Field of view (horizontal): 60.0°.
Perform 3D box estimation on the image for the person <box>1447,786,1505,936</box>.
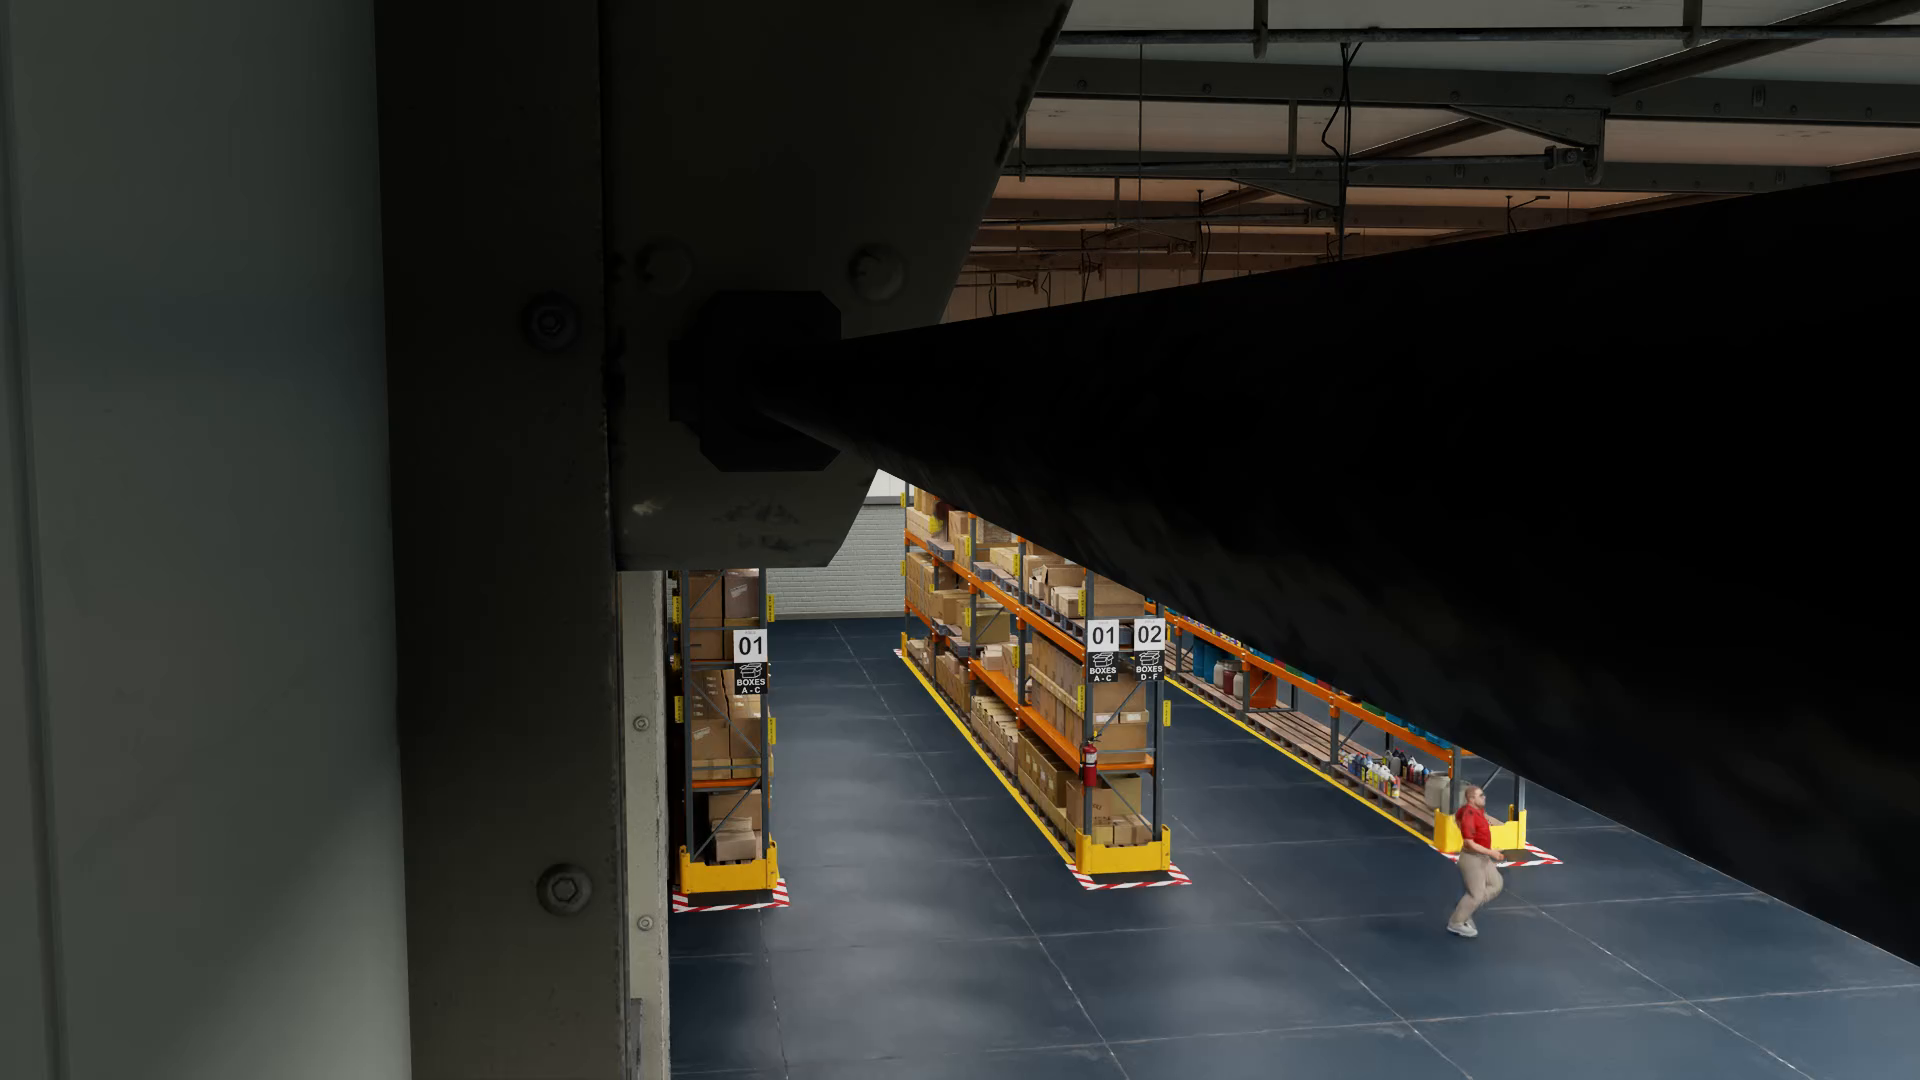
[{"bbox_3d":[5.771,3.573,18.548,0.594,1.678,0.675,2,6,21],"label":"person"}]
